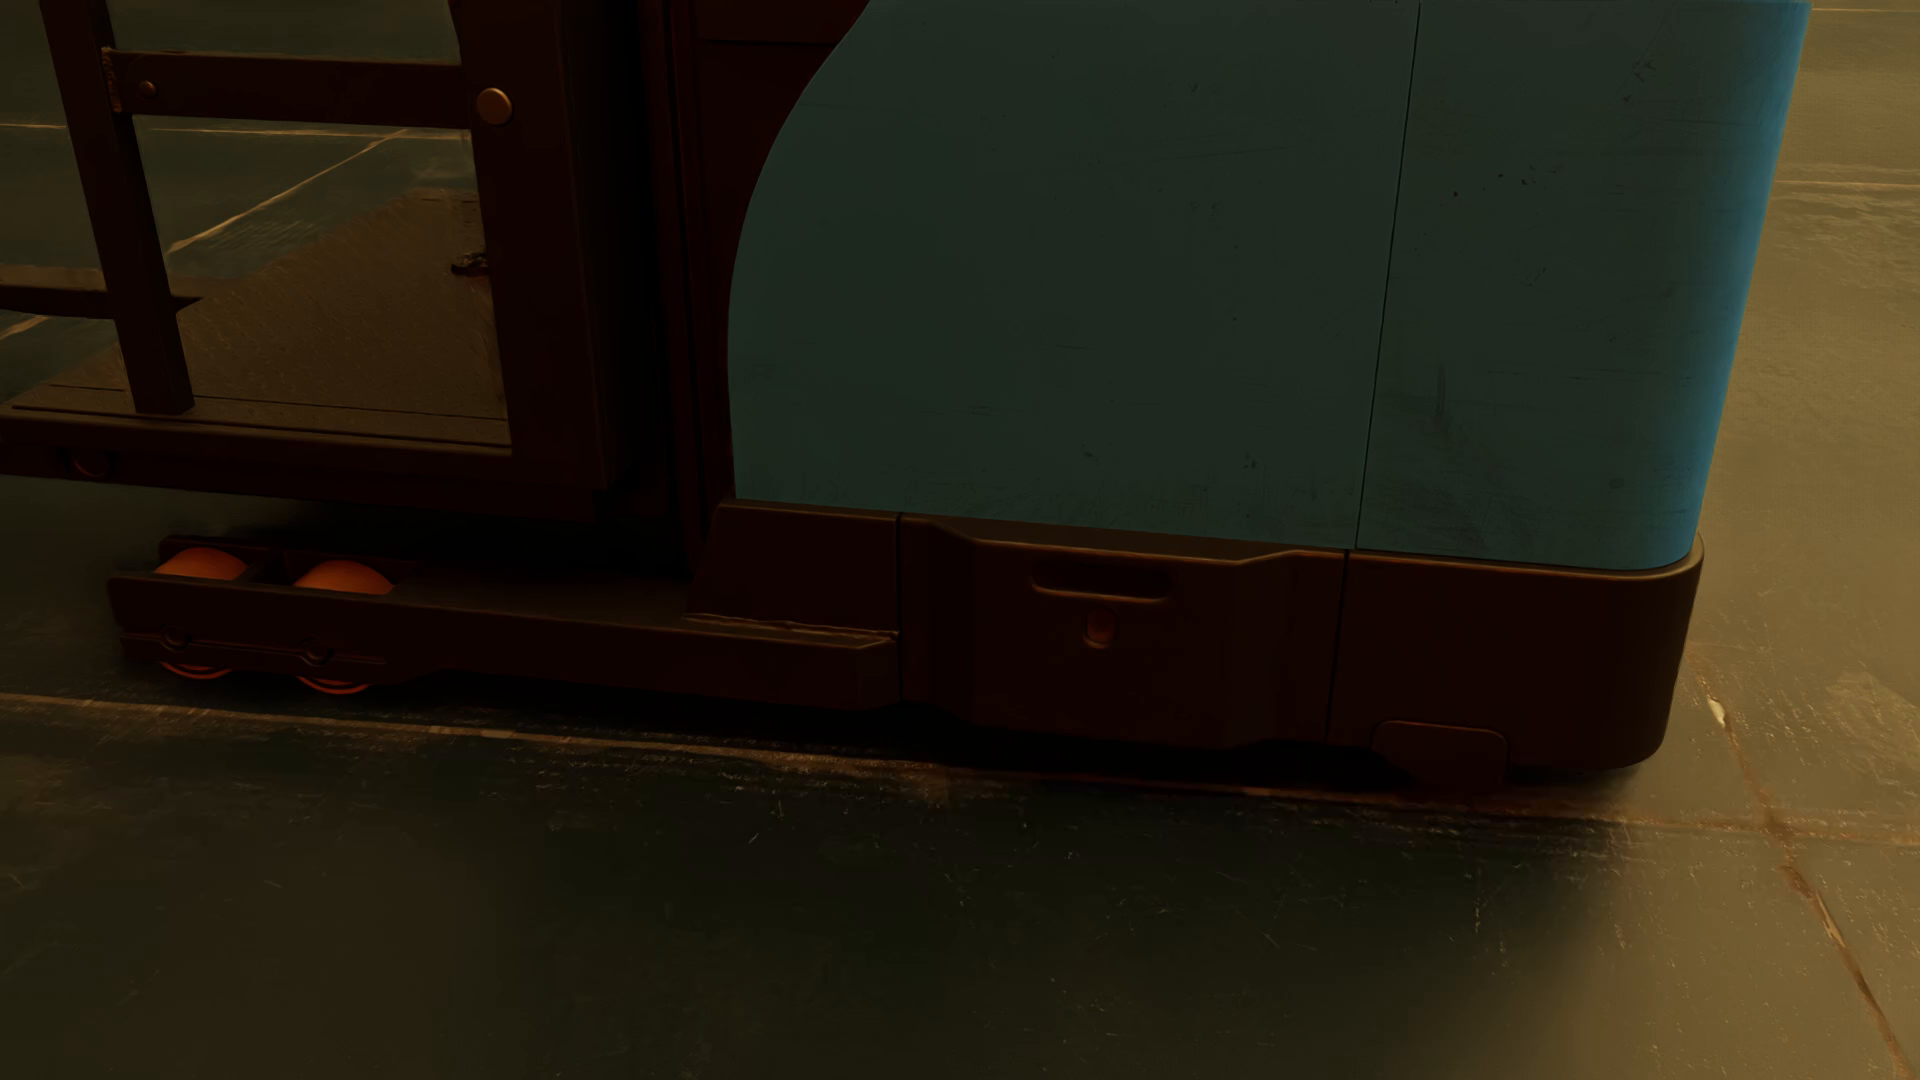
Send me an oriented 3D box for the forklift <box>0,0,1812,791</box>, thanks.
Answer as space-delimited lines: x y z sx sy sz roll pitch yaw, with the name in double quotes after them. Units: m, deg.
-0.606 -1.341 1.905 3.031 2.935 1.130 5 27 10 "forklift"
